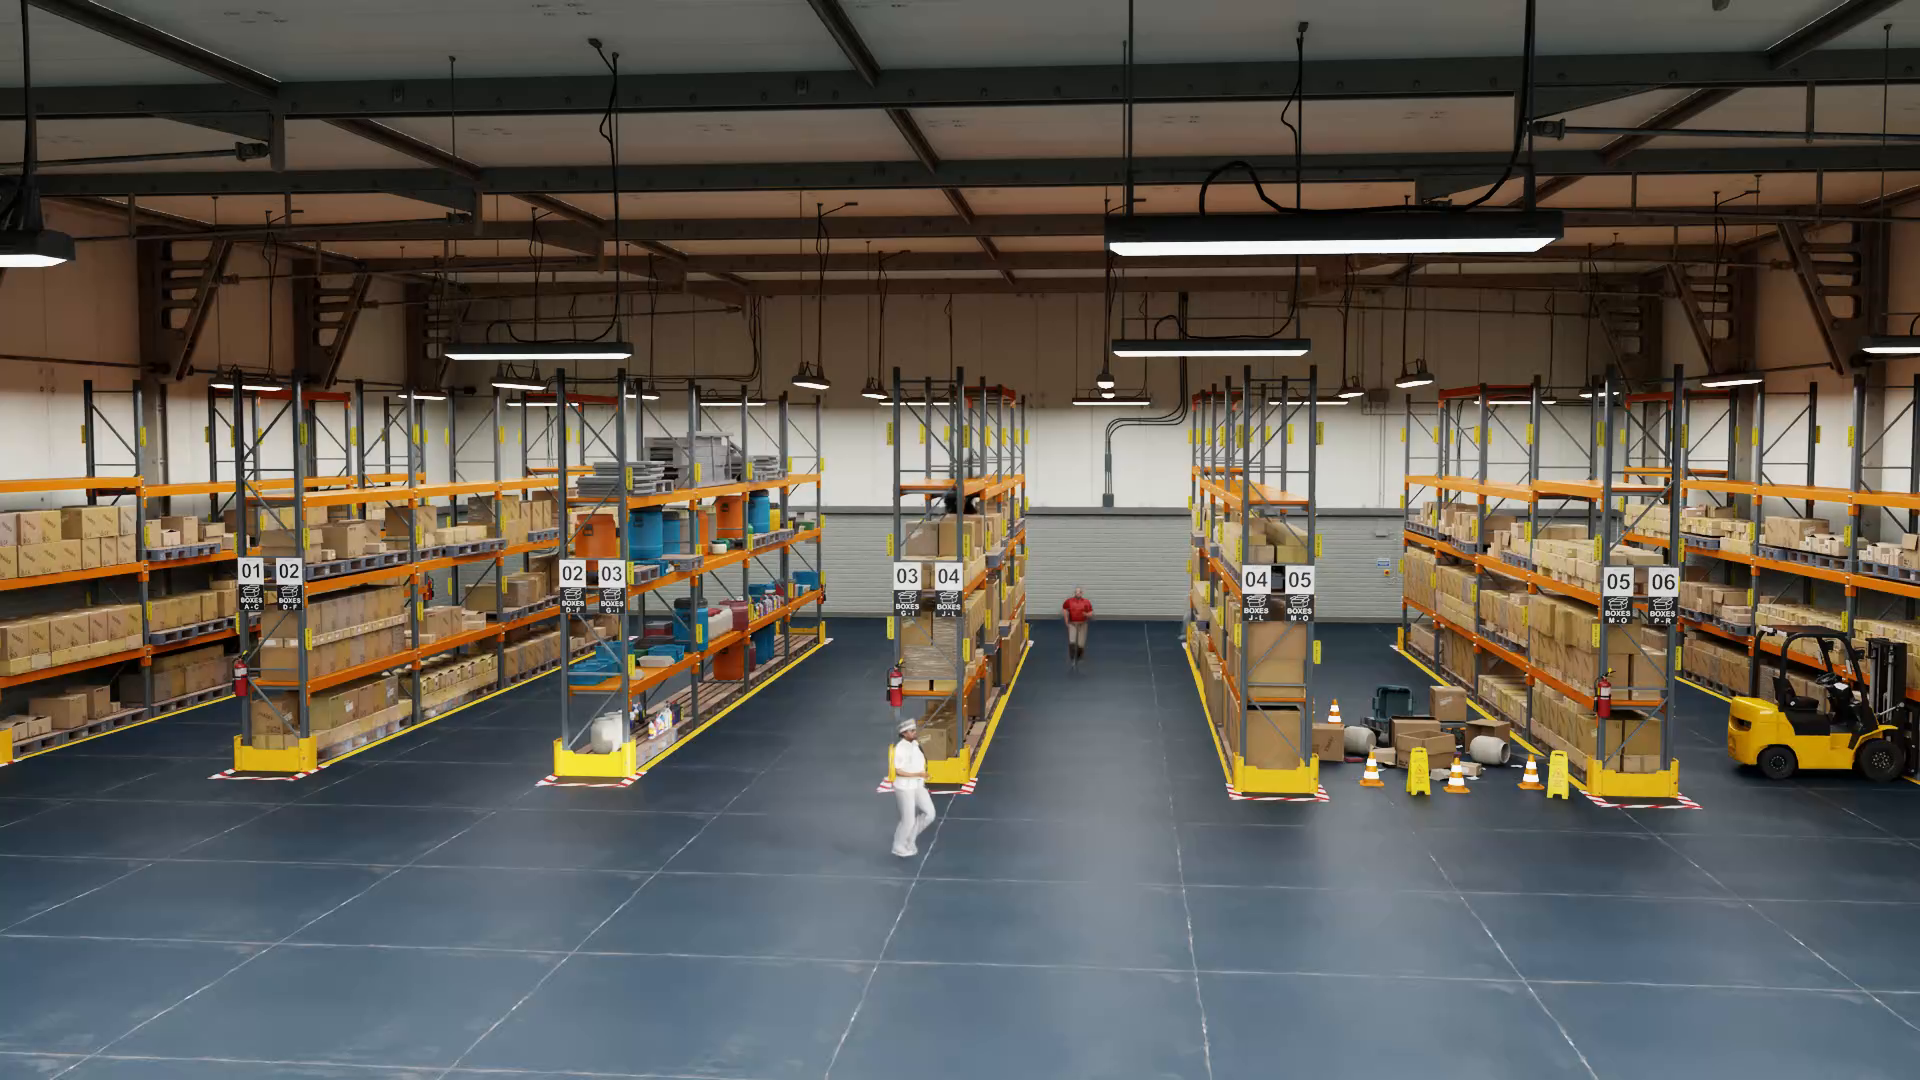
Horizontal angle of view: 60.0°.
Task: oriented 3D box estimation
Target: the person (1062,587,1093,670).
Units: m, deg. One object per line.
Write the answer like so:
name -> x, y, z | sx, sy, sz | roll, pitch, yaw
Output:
person -> 2.450, 1.835, 34.700 | 0.640, 1.721, 0.725 | 0, 4, 1

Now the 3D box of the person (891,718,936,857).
person -> -0.539, 2.936, 19.724 | 0.611, 1.665, 0.554 | 2, 4, 32

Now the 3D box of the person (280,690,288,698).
person -> -11.842, 2.288, 29.523 | 0.641, 1.776, 0.693 | -1, 4, -11

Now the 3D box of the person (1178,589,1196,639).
person -> 5.755, 1.648, 40.769 | 0.824, 1.645, 0.728 | 0, 4, 8
